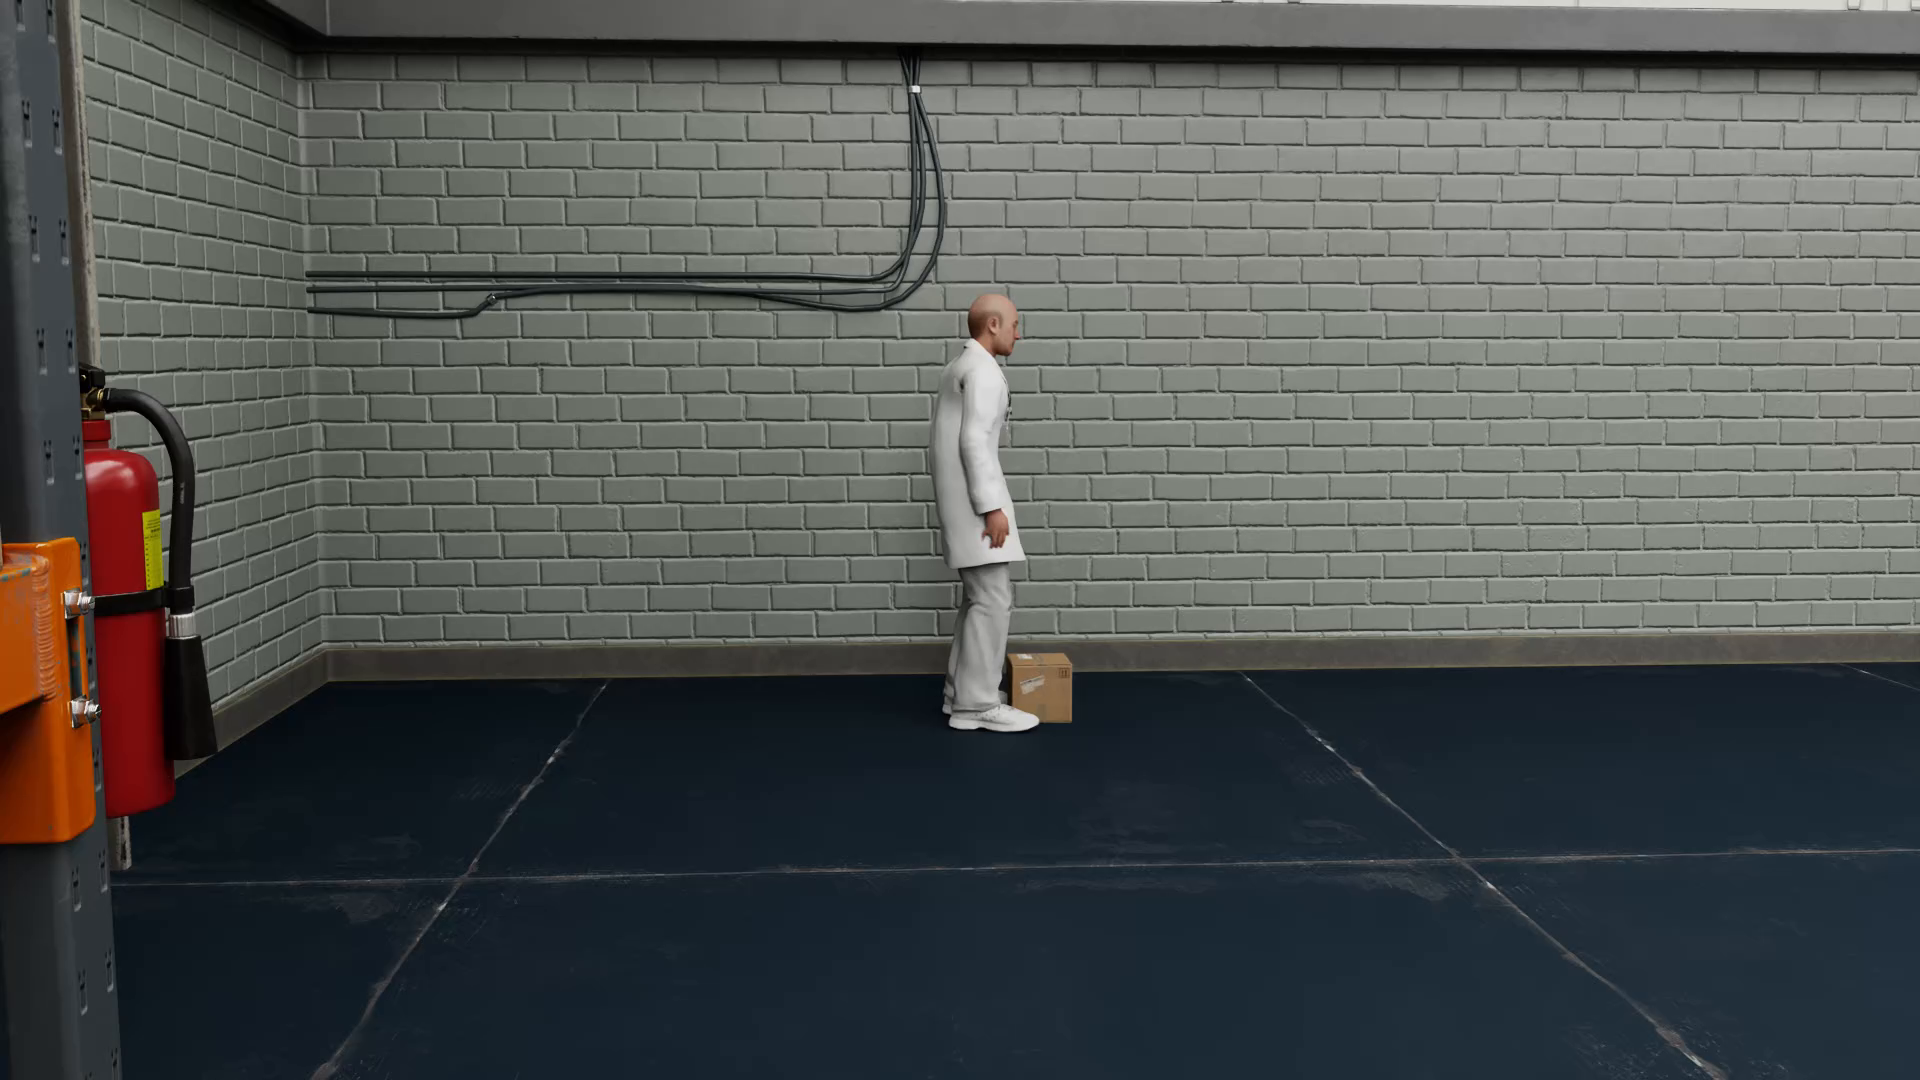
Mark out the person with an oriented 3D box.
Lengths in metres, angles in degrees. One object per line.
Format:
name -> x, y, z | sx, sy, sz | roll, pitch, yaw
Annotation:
person -> 0.089, -0.128, 6.897 | 0.433, 1.772, 0.643 | -1, 7, -6
